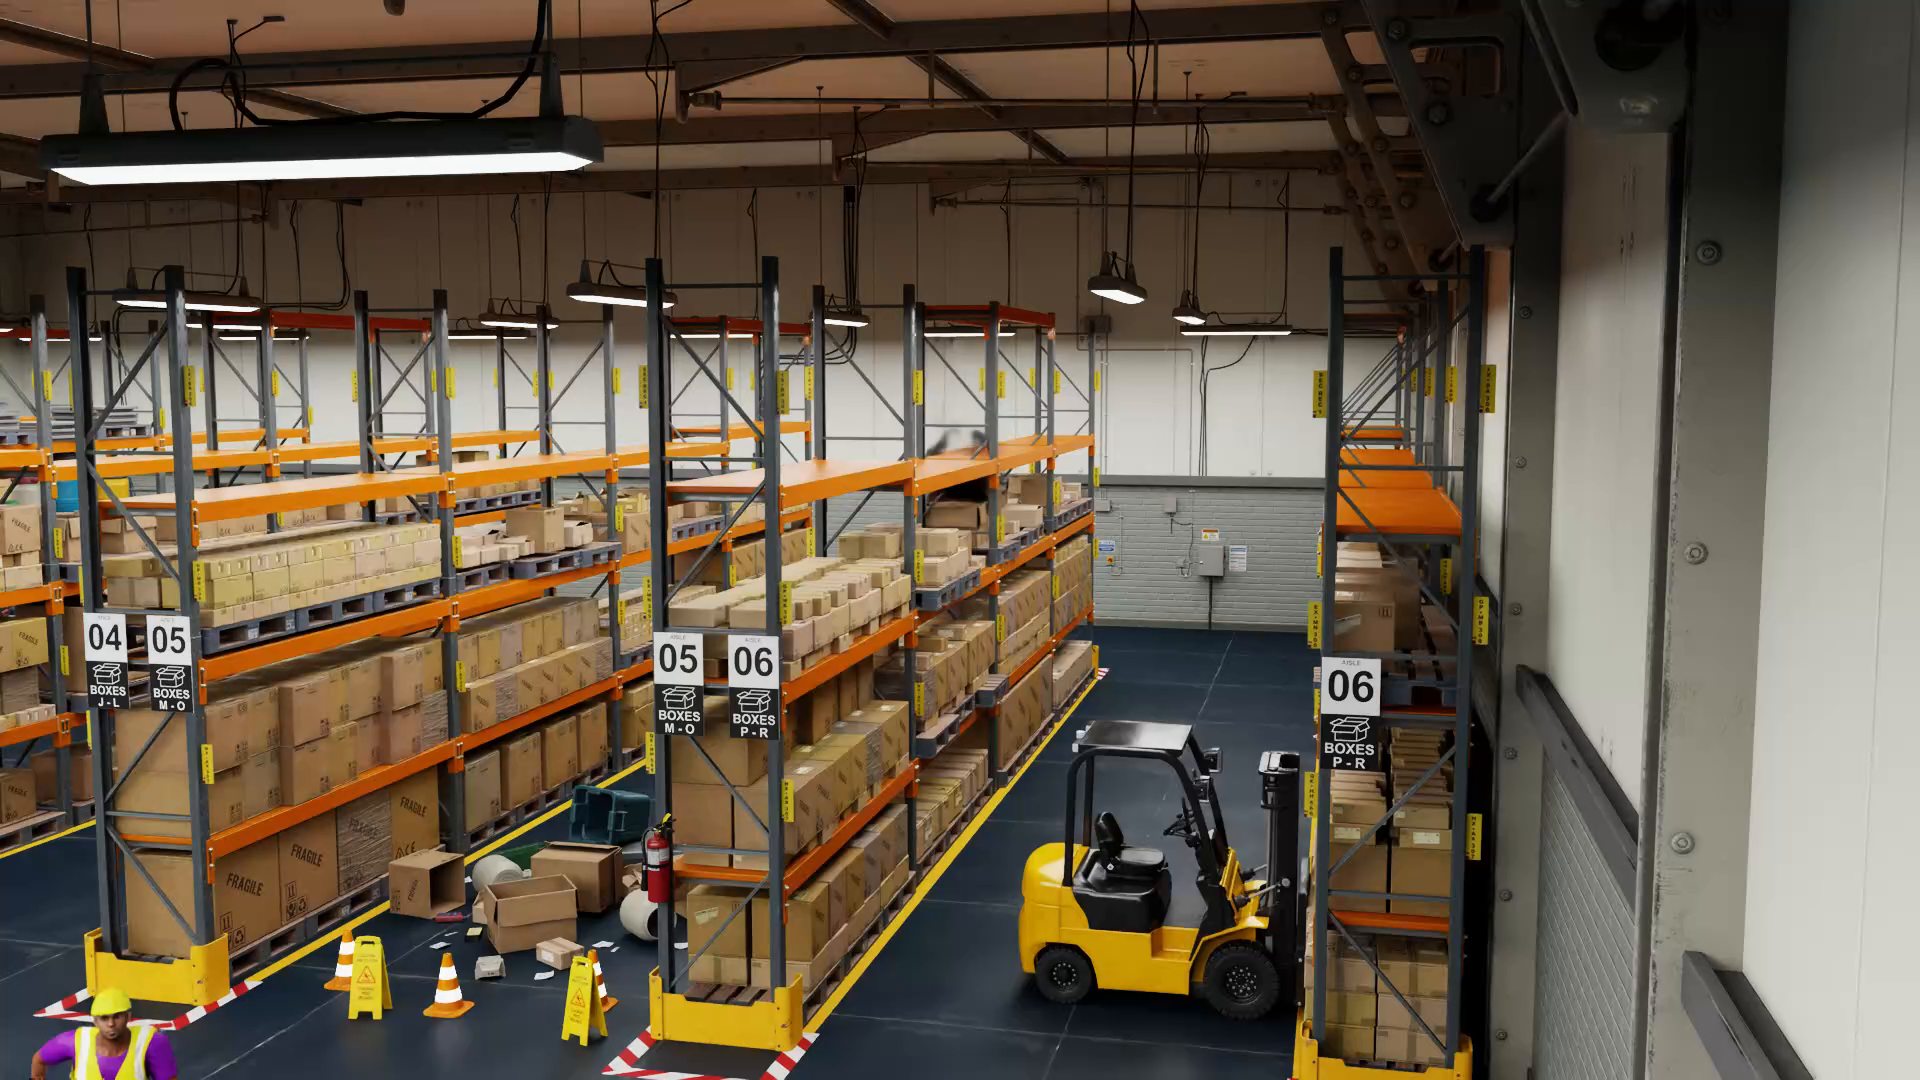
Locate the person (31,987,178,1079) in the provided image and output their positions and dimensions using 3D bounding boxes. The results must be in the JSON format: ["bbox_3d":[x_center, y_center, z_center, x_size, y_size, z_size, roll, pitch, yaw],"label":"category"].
[{"bbox_3d":[-4.804,3.350,9.376,0.744,1.707,0.745,-3,6,-27],"label":"person"}]
